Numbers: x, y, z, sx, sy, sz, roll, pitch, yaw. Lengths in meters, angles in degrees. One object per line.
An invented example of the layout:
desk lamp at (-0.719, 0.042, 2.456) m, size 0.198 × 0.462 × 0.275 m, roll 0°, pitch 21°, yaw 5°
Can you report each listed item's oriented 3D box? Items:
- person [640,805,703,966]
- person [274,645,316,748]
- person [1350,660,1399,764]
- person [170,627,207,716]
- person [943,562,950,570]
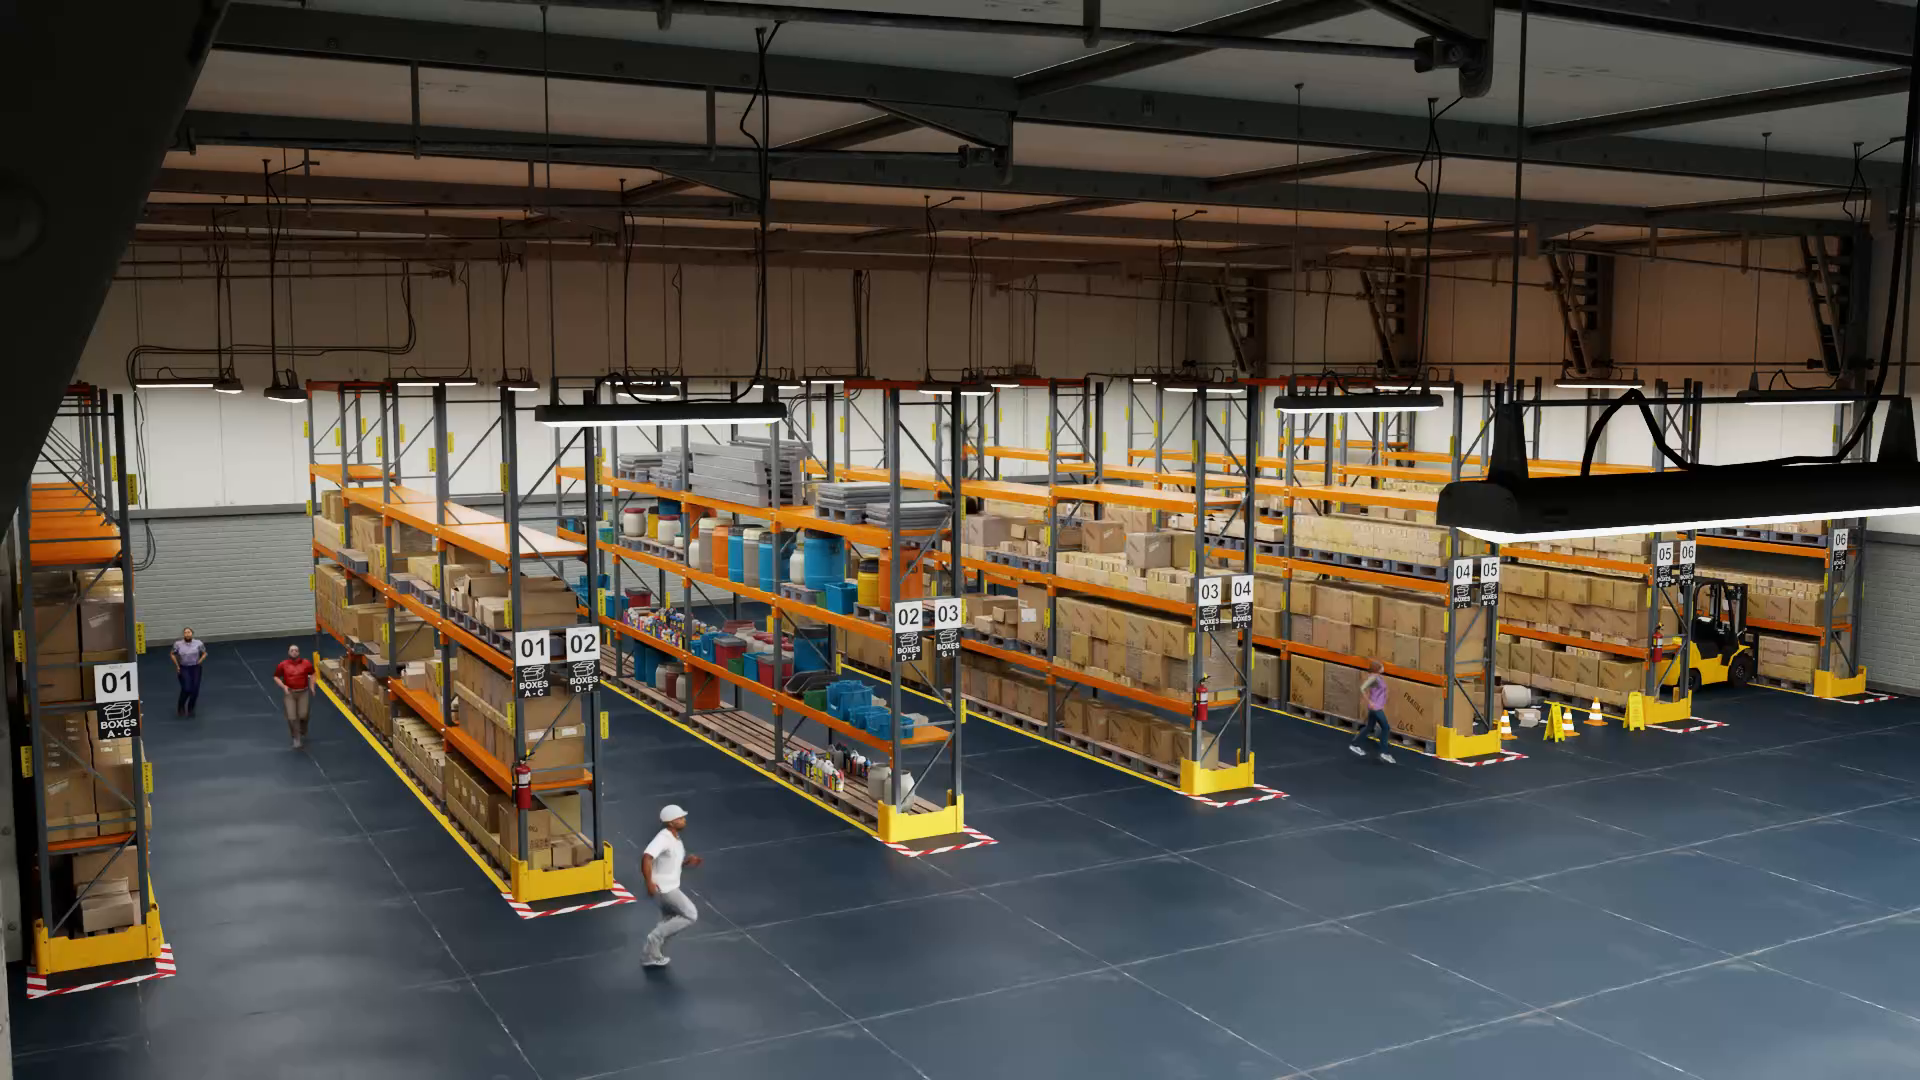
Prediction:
person at (-3.028, 3.619, 17.418) m, size 0.664 × 1.693 × 0.693 m, roll -1°, pitch 6°, yaw -6°
person at (-11.021, 2.574, 27.599) m, size 0.665 × 1.688 × 0.578 m, roll -3°, pitch 7°, yaw -24°
person at (6.589, 2.714, 26.452) m, size 0.750 × 1.635 × 0.516 m, roll 2°, pitch 6°, yaw 18°
person at (-13.784, 2.361, 29.787) m, size 0.587 × 1.613 × 0.576 m, roll -4°, pitch 7°, yaw -33°
person at (-0.379, 1.344, 38.852) m, size 0.670 × 1.740 × 0.584 m, roll -3°, pitch 7°, yaw -28°
